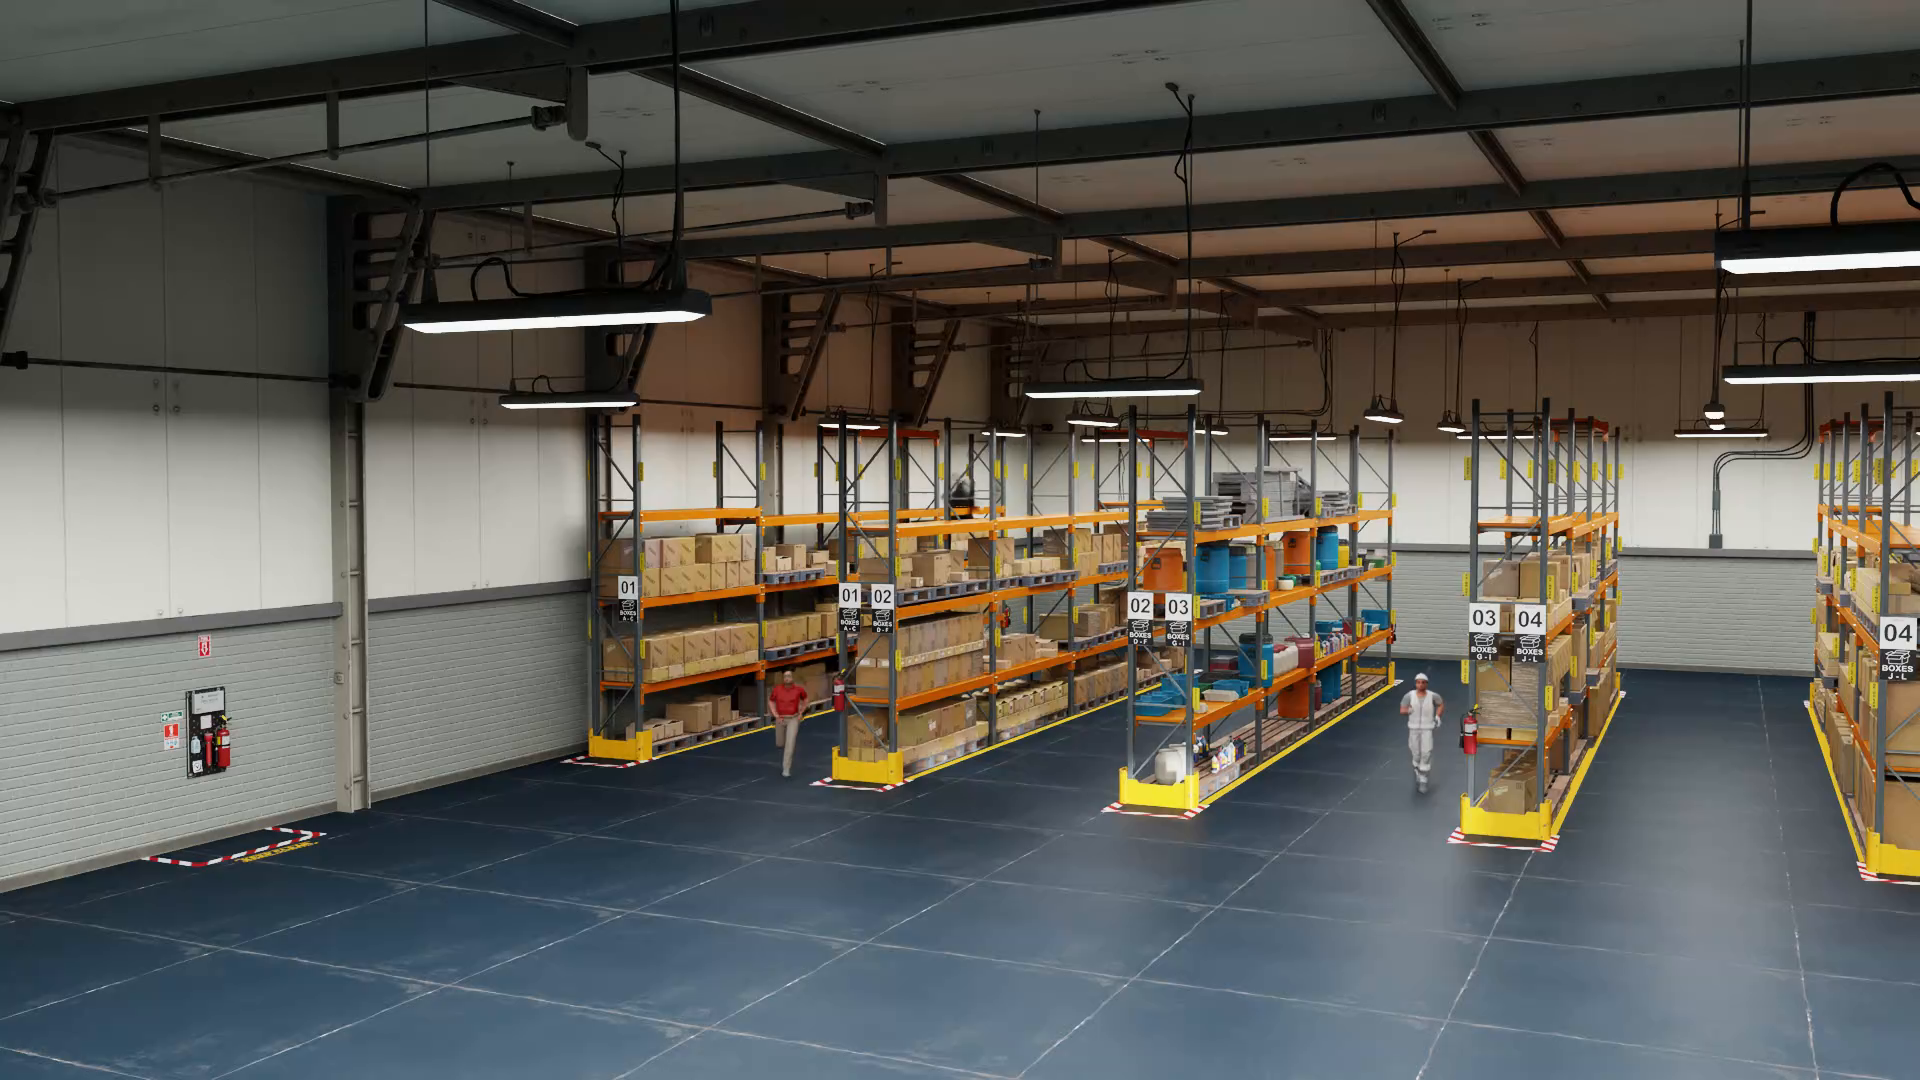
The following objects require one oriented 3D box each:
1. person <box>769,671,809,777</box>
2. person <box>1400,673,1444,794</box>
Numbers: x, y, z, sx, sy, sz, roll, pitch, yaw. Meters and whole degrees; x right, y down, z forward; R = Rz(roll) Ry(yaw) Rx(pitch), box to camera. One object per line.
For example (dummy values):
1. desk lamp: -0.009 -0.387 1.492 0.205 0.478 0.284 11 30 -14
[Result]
1. person: -2.873 3.034 27.745 0.642 1.713 1.027 0 2 9
2. person: 7.246 3.007 26.152 0.636 1.821 0.843 1 3 22
